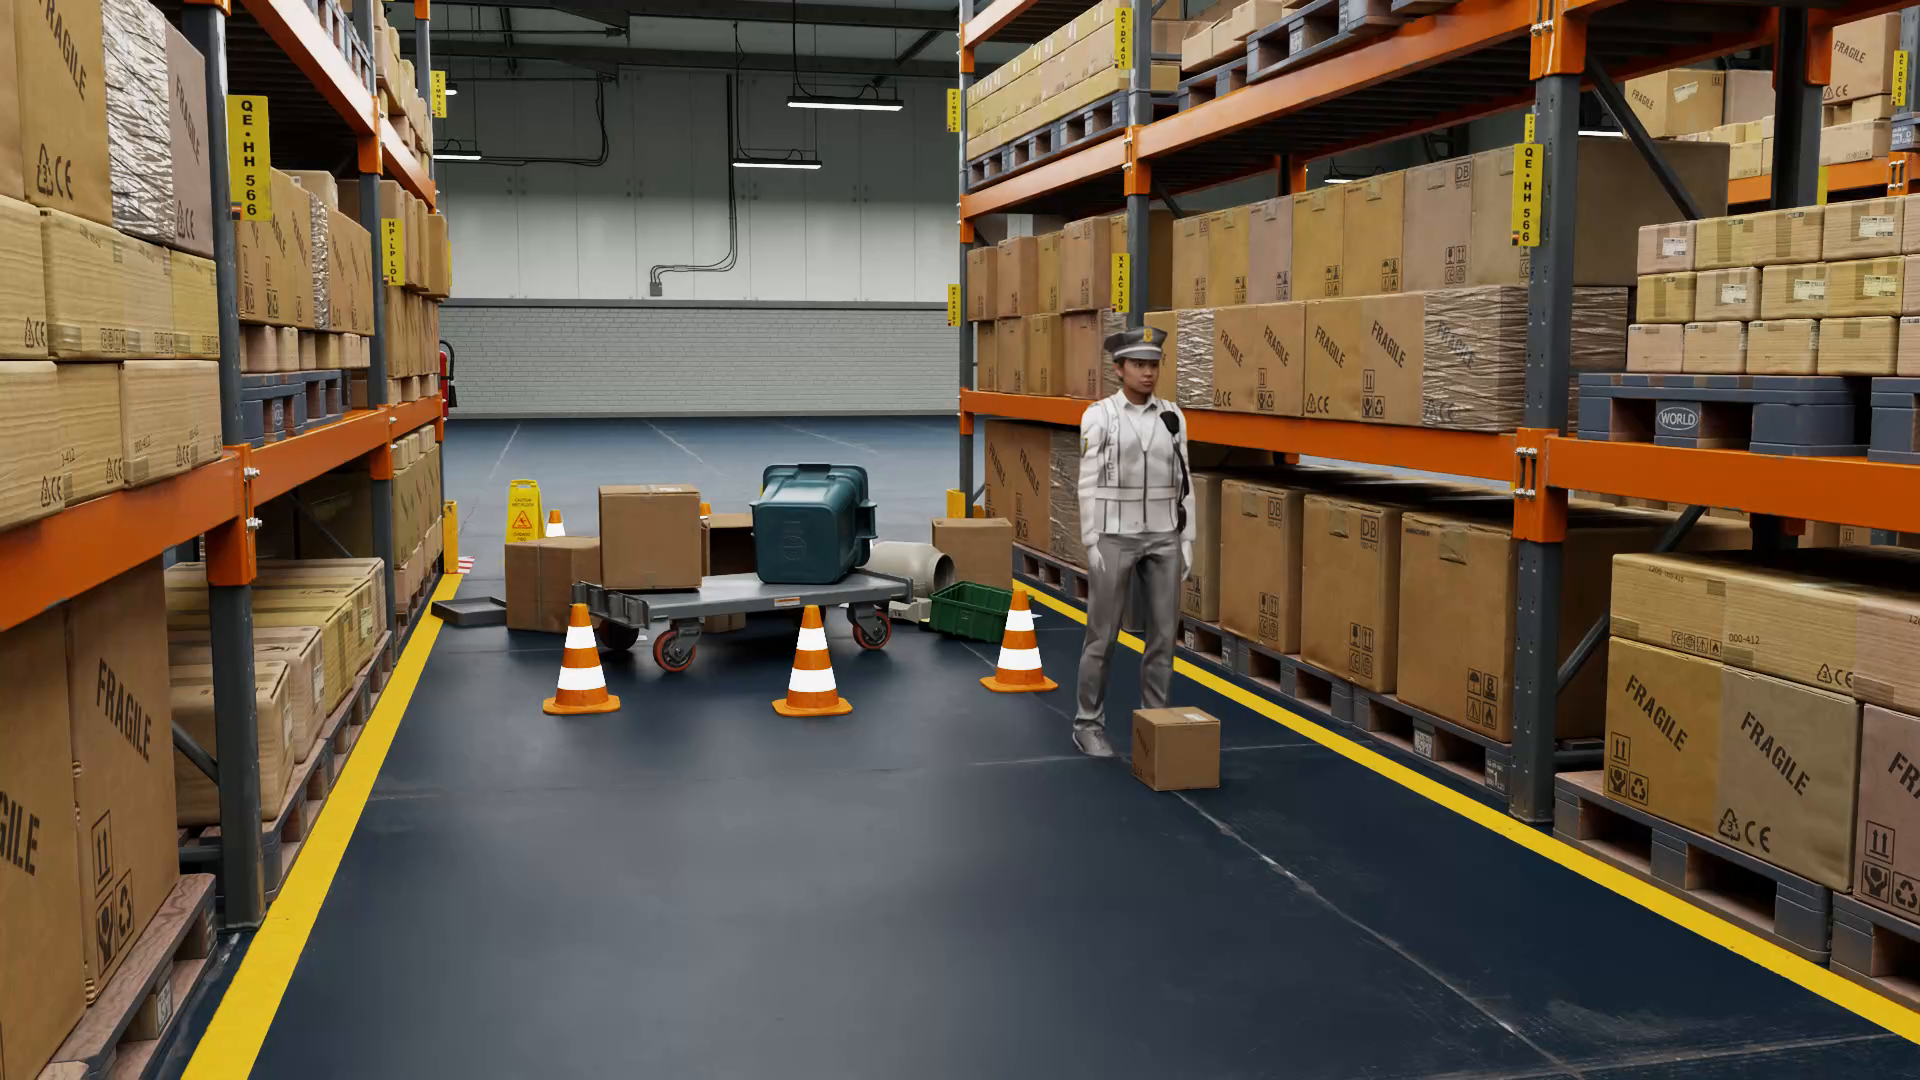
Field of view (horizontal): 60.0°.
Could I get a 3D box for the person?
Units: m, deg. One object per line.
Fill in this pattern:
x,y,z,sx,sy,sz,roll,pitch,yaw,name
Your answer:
0.700,0.032,6.518,0.473,1.728,0.357,-1,6,-13,person
